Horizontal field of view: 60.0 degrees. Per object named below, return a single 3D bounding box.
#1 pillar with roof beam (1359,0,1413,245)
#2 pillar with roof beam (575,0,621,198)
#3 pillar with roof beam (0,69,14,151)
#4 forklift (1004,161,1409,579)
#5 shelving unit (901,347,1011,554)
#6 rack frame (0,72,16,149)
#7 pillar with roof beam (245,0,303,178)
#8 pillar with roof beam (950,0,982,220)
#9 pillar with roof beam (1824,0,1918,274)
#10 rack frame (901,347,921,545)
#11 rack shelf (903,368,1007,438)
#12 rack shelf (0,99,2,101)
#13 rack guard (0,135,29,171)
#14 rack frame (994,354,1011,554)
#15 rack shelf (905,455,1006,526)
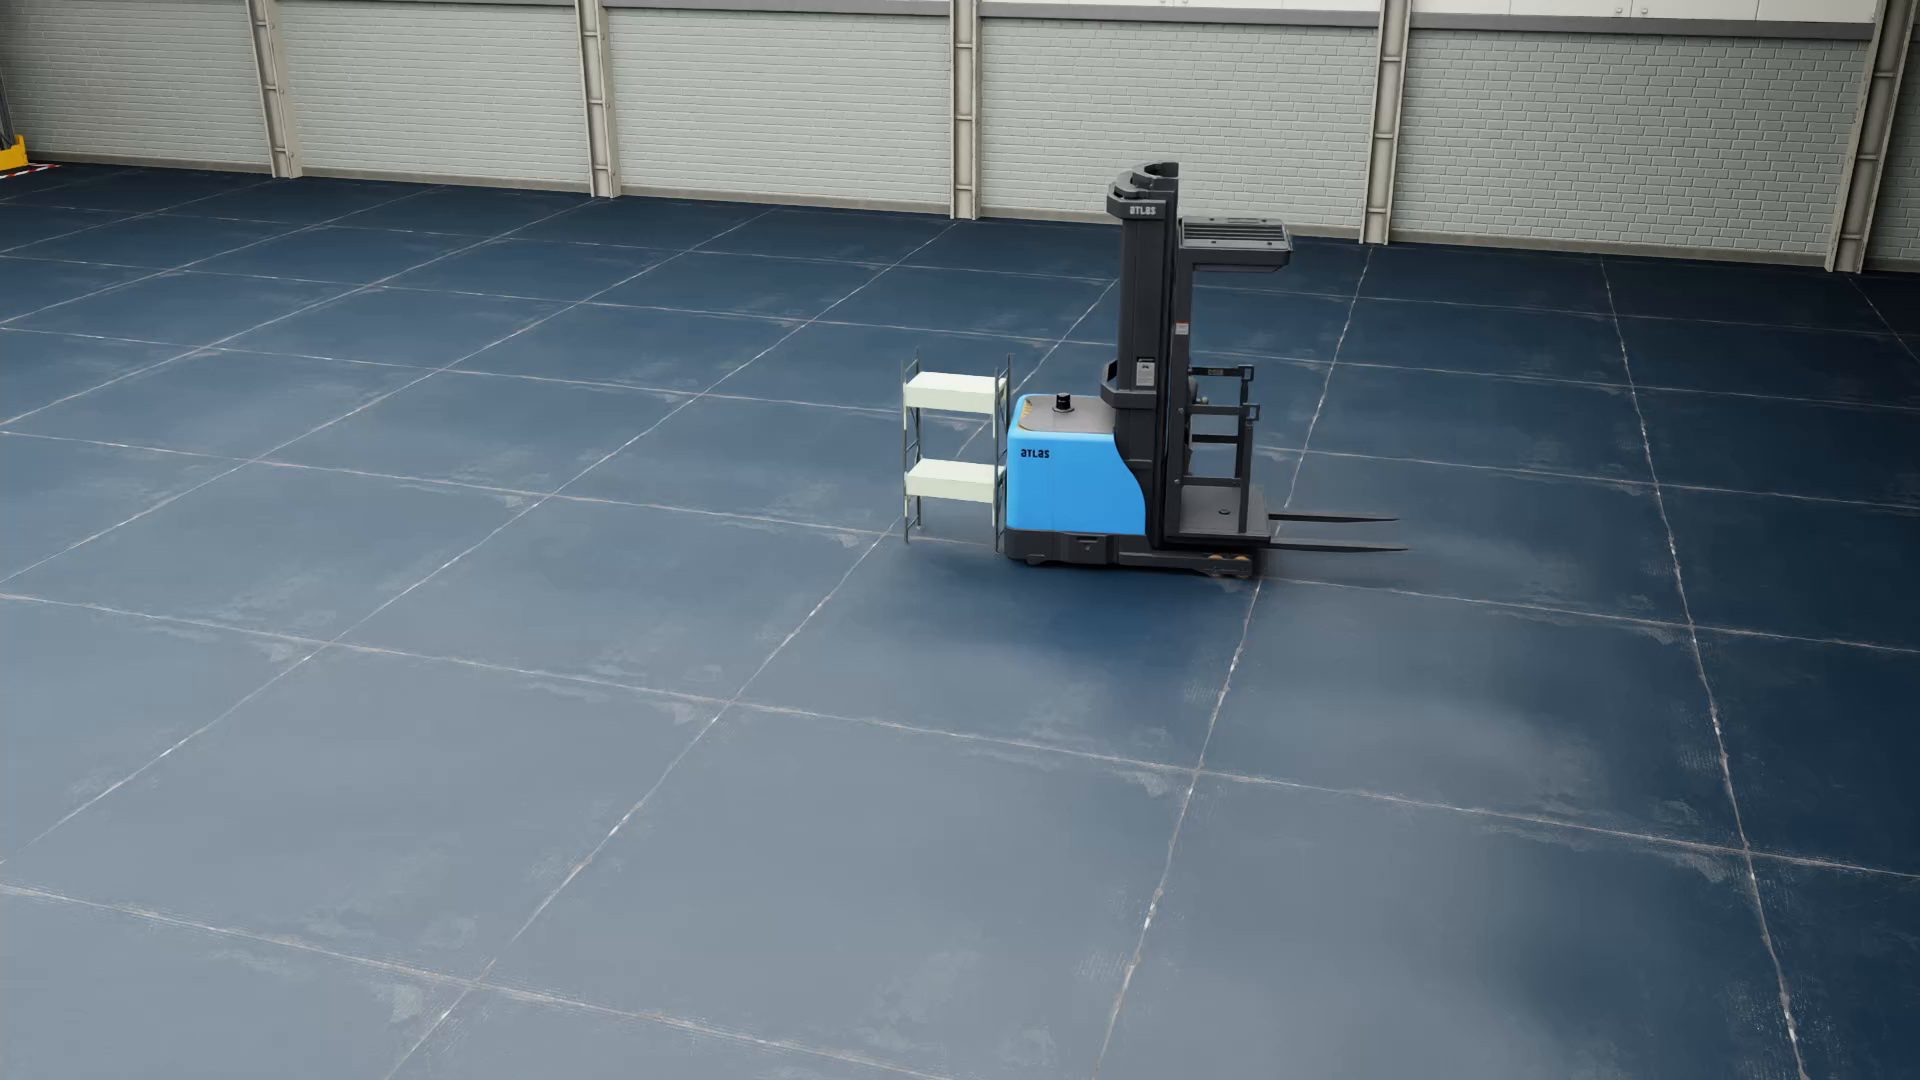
[{"bbox_3d":[4.587,-6.799,17.892,0.400,9.000,9.100,7,23,16],"label":"pillar with roof beam"},{"bbox_3d":[-6.902,-8.114,21.098,0.400,9.000,9.100,7,23,16],"label":"pillar with roof beam"},{"bbox_3d":[-18.390,-9.429,24.305,0.400,9.000,9.100,7,23,16],"label":"pillar with roof beam"},{"bbox_3d":[1.895,-1.279,12.432,3.031,2.935,1.130,3,22,6],"label":"forklift"},{"bbox_3d":[-0.027,-0.693,12.888,0.755,1.500,0.431,6,23,15],"label":"shelving unit"},{"bbox_3d":[-16.740,-7.814,28.273,0.127,3.000,1.000,7,23,16],"label":"rack frame"},{"bbox_3d":[-12.646,-8.772,22.702,0.400,9.000,9.100,7,23,16],"label":"pillar with roof beam"},{"bbox_3d":[-1.157,-7.456,19.495,0.400,9.000,9.100,7,23,16],"label":"pillar with roof beam"},{"bbox_3d":[10.331,-6.141,16.288,0.400,9.000,9.100,7,23,16],"label":"pillar with roof beam"},{"bbox_3d":[-0.379,-0.731,12.980,0.023,1.500,0.400,6,23,15],"label":"rack frame"},{"bbox_3d":[-0.027,-1.054,12.740,0.720,0.370,0.431,6,23,15],"label":"rack shelf"},{"bbox_3d":[-18.655,-7.701,28.944,4.000,0.370,1.077,7,23,16],"label":"rack shelf"},{"bbox_3d":[-16.717,-6.655,28.741,0.348,0.500,1.175,7,23,16],"label":"rack guard"},{"bbox_3d":[0.325,-0.655,12.796,0.023,1.500,0.400,6,23,15],"label":"rack frame"},{"bbox_3d":[-0.027,-0.391,13.012,0.720,0.370,0.431,6,23,15],"label":"rack shelf"}]
